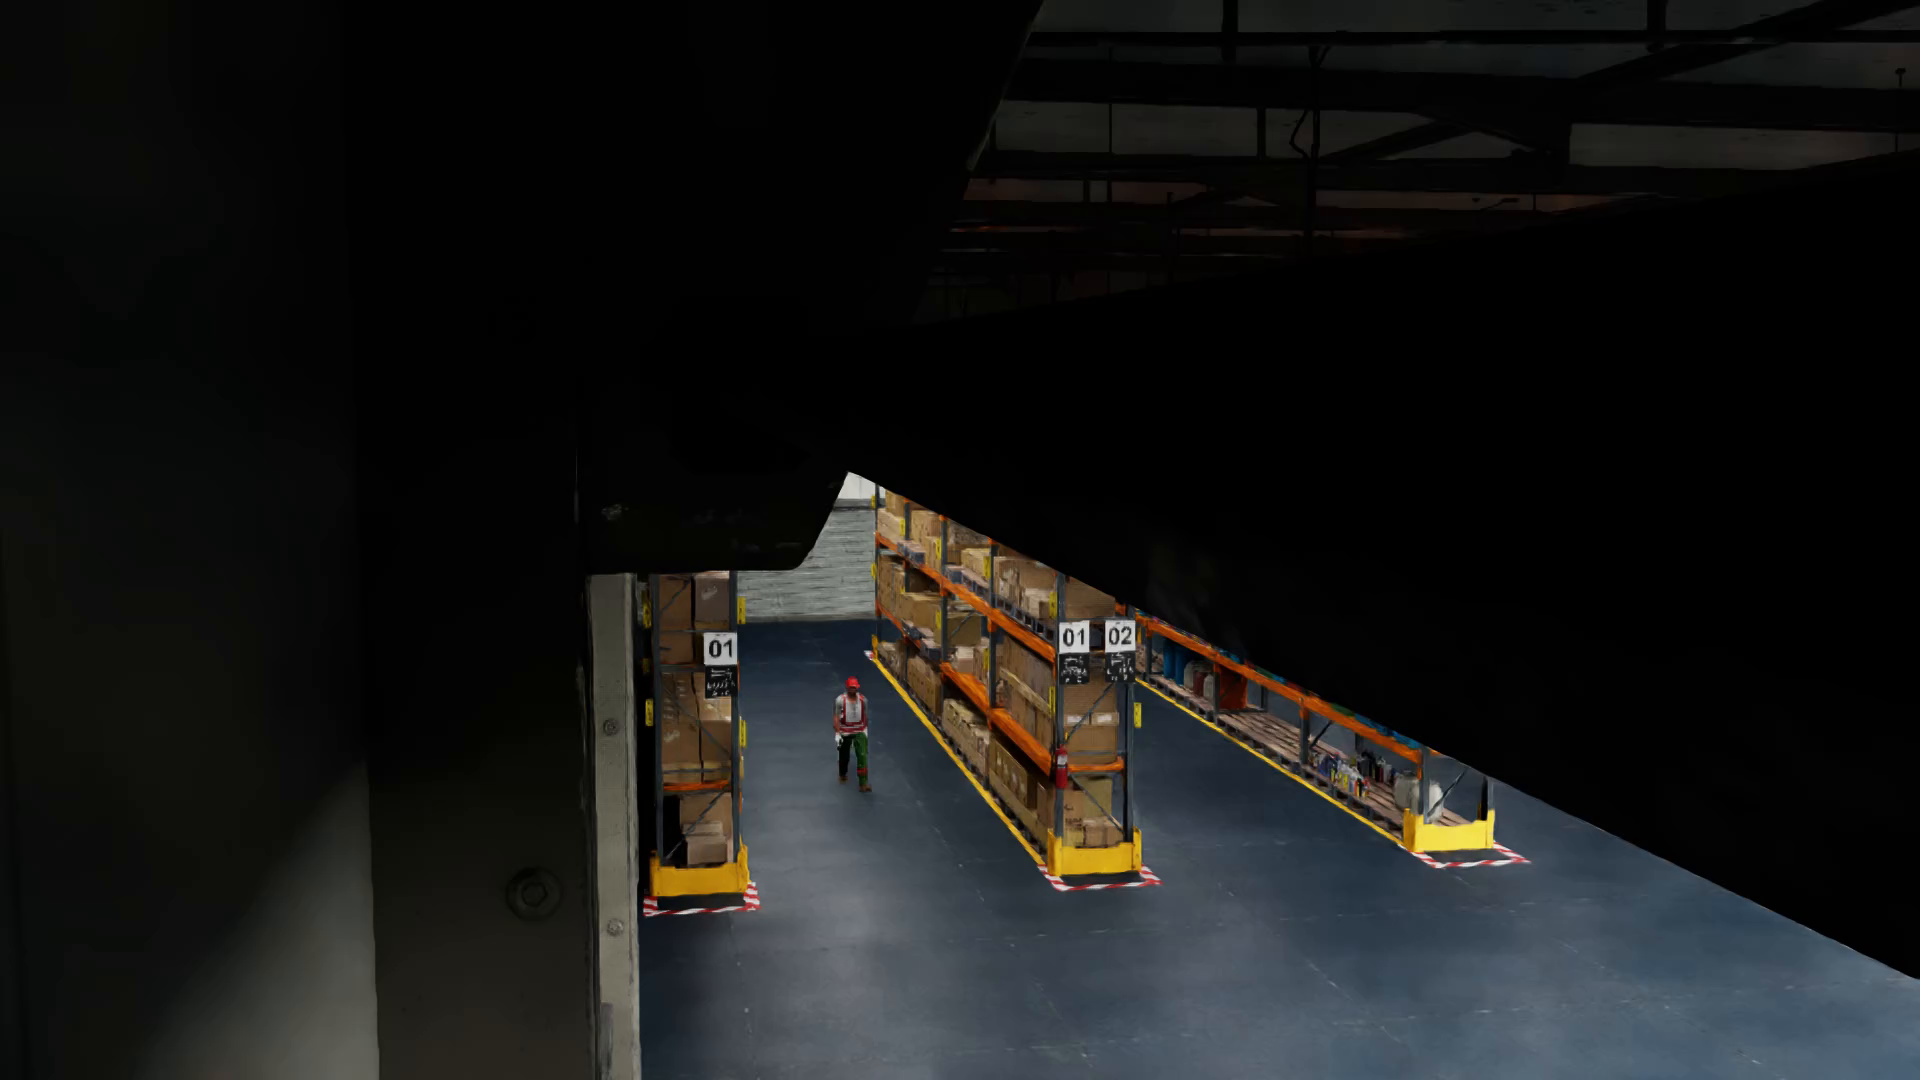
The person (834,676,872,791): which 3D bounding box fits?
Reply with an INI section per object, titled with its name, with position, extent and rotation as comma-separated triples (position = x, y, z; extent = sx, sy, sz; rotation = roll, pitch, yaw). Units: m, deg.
[person]
position = -1.631, 2.891, 25.102
extent = 0.556, 1.709, 1.127
rotation = -1, 6, -13
